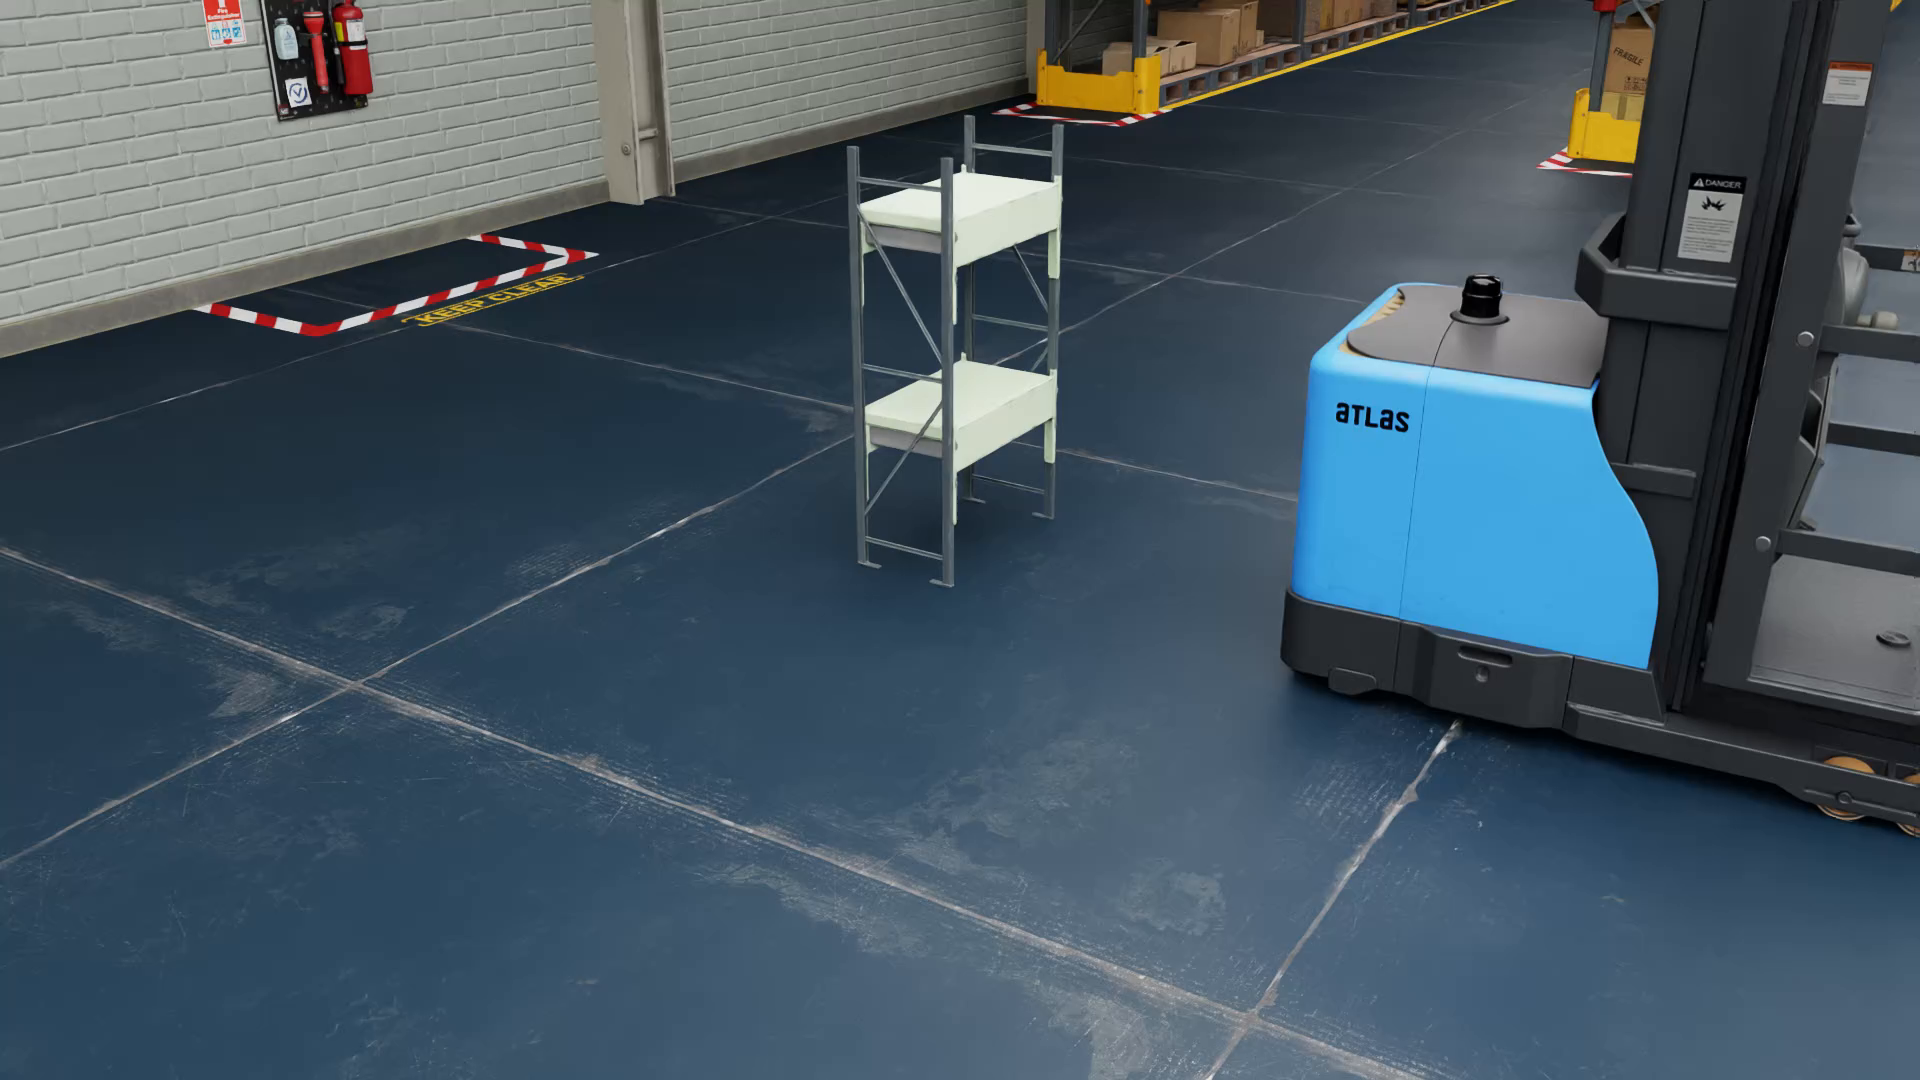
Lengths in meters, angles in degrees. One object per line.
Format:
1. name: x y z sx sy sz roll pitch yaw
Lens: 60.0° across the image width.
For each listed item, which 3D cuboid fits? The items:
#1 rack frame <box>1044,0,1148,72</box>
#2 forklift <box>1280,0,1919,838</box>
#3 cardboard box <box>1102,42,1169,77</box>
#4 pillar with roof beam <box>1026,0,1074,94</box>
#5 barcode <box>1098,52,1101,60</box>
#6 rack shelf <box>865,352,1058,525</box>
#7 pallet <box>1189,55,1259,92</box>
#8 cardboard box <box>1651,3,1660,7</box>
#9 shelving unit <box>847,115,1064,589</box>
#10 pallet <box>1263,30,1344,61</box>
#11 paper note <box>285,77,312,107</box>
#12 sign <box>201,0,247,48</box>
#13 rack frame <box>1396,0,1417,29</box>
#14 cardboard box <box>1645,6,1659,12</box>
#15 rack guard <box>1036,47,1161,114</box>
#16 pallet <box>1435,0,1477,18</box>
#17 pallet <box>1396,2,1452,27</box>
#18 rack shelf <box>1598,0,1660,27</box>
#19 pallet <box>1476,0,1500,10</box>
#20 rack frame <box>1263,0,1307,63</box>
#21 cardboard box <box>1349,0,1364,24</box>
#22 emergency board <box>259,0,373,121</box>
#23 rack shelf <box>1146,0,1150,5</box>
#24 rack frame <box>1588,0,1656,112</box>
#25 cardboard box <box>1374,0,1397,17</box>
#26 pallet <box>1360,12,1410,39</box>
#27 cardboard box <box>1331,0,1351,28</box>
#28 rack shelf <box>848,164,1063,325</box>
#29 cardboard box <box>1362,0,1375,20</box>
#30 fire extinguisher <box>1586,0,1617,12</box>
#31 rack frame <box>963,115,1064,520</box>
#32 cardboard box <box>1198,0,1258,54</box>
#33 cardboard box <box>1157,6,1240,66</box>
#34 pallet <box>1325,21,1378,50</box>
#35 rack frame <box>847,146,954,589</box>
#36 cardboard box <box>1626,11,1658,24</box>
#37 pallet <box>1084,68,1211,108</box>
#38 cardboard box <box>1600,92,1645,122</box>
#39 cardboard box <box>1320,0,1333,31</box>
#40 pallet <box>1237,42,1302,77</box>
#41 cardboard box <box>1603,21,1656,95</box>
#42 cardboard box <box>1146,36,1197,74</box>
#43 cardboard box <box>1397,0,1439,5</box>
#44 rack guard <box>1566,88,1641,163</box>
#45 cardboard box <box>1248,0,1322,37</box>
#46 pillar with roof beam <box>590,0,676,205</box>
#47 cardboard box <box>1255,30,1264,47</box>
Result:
1. rack frame: 1.249 -5.436 15.030 1.000 3.000 0.127 14 27 29
2. forklift: 2.552 -0.793 4.392 3.031 2.935 1.130 12 26 25
3. cardboard box: 1.690 -4.618 15.973 0.500 0.311 0.500 11 26 23
4. pillar with roof beam: 4.541 -7.704 12.719 9.100 9.000 0.400 14 27 29
5. barcode: 1.360 -4.712 16.179 0.001 0.075 0.075 14 27 29
6. rack shelf: -0.004 -0.387 6.076 0.431 0.370 0.720 14 27 29
7. pallet: 2.392 -4.858 17.207 1.003 0.211 1.213 14 27 29
8. cardboard box: 6.531 -4.595 15.078 0.500 0.500 0.500 14 27 29
9. shelving unit: -0.004 -0.686 5.947 0.431 1.500 0.755 14 27 29
10. pallet: 3.768 -5.769 19.310 1.003 0.211 1.213 14 27 29
11. paper note: -3.770 -2.552 9.479 0.016 0.148 0.142 14 27 29
12. sign: -3.997 -2.853 9.020 0.001 0.329 0.234 14 27 29
13. rack frame: 5.469 -8.136 21.267 1.000 3.000 0.127 14 27 29
14. cardboard box: 6.269 -4.426 14.687 0.500 0.500 0.500 14 27 29
15. rack guard: 1.289 -4.314 15.586 1.175 0.500 0.348 14 27 29
16. pallet: 6.593 -7.516 23.347 1.003 0.211 1.213 14 27 29
17. pallet: 5.949 -7.106 22.399 1.003 0.211 1.213 14 27 29
18. rack shelf: 6.514 -4.744 14.337 1.077 0.370 4.000 14 27 29
19. pallet: 7.236 -7.930 24.302 1.003 0.211 1.213 14 27 29
20. rack frame: 3.359 -6.786 18.149 1.000 3.000 0.127 14 27 29
21. cardboard box: 4.525 -6.613 20.344 0.700 0.500 0.500 14 27 29
22. emergency board: -3.618 -3.002 9.409 0.194 1.169 0.643 14 27 29
23. rack shelf: 2.304 -5.780 16.732 1.077 0.370 4.000 14 27 29
24. rack frame: 5.459 -4.399 12.635 1.000 3.000 0.127 14 27 29
25. cardboard box: 5.133 -6.936 21.090 0.700 0.500 0.500 14 27 30
26. pallet: 5.055 -6.593 21.213 1.003 0.211 1.213 14 27 29
27. cardboard box: 4.266 -6.441 19.945 0.700 0.500 0.500 14 27 30
28. rack shelf: -0.003 -1.044 5.792 0.431 0.370 0.720 14 27 29
29. cardboard box: 4.763 -6.787 20.745 0.700 0.500 0.500 14 27 29
30. fire extinguisher: 5.002 -4.421 12.783 0.296 0.674 0.183 14 27 29
31. rack frame: 0.190 -0.810 6.232 0.400 1.500 0.023 14 27 29
32. cardboard box: 2.845 -5.482 17.729 0.500 0.500 0.500 12 26 25
33. cardboard box: 2.420 -5.135 16.927 0.700 0.500 0.500 12 26 26
34. pallet: 4.411 -6.182 20.265 1.003 0.211 1.213 14 27 29
35. rack frame: -0.197 -0.562 5.661 0.400 1.500 0.023 14 27 29
36. cardboard box: 6.004 -4.258 14.298 0.500 0.500 0.500 14 27 29
37. pallet: 1.747 -4.448 16.260 1.003 0.211 1.213 14 27 29
38. cardboard box: 5.491 -3.572 13.659 0.500 0.250 0.500 14 27 29
39. cardboard box: 3.963 -6.277 19.567 0.700 0.500 0.500 13 27 28
40. pallet: 3.035 -5.272 18.162 1.003 0.211 1.213 14 27 29
41. cardboard box: 5.489 -3.917 13.511 0.500 0.500 0.500 14 27 29
42. cardboard box: 1.991 -4.811 16.417 0.500 0.311 0.500 16 28 33
43. cardboard box: 5.968 -7.563 22.121 0.750 0.750 0.750 13 27 28
44. rack guard: 5.447 -3.243 13.113 1.175 0.500 0.348 14 27 29
45. cardboard box: 3.733 -6.092 19.140 0.700 0.500 0.500 15 28 31
46. pillar with roof beam: 1.376 -5.679 8.041 9.100 9.000 0.400 14 27 29
47. cardboard box: 3.102 -5.500 18.193 0.380 0.166 0.250 10 25 22
